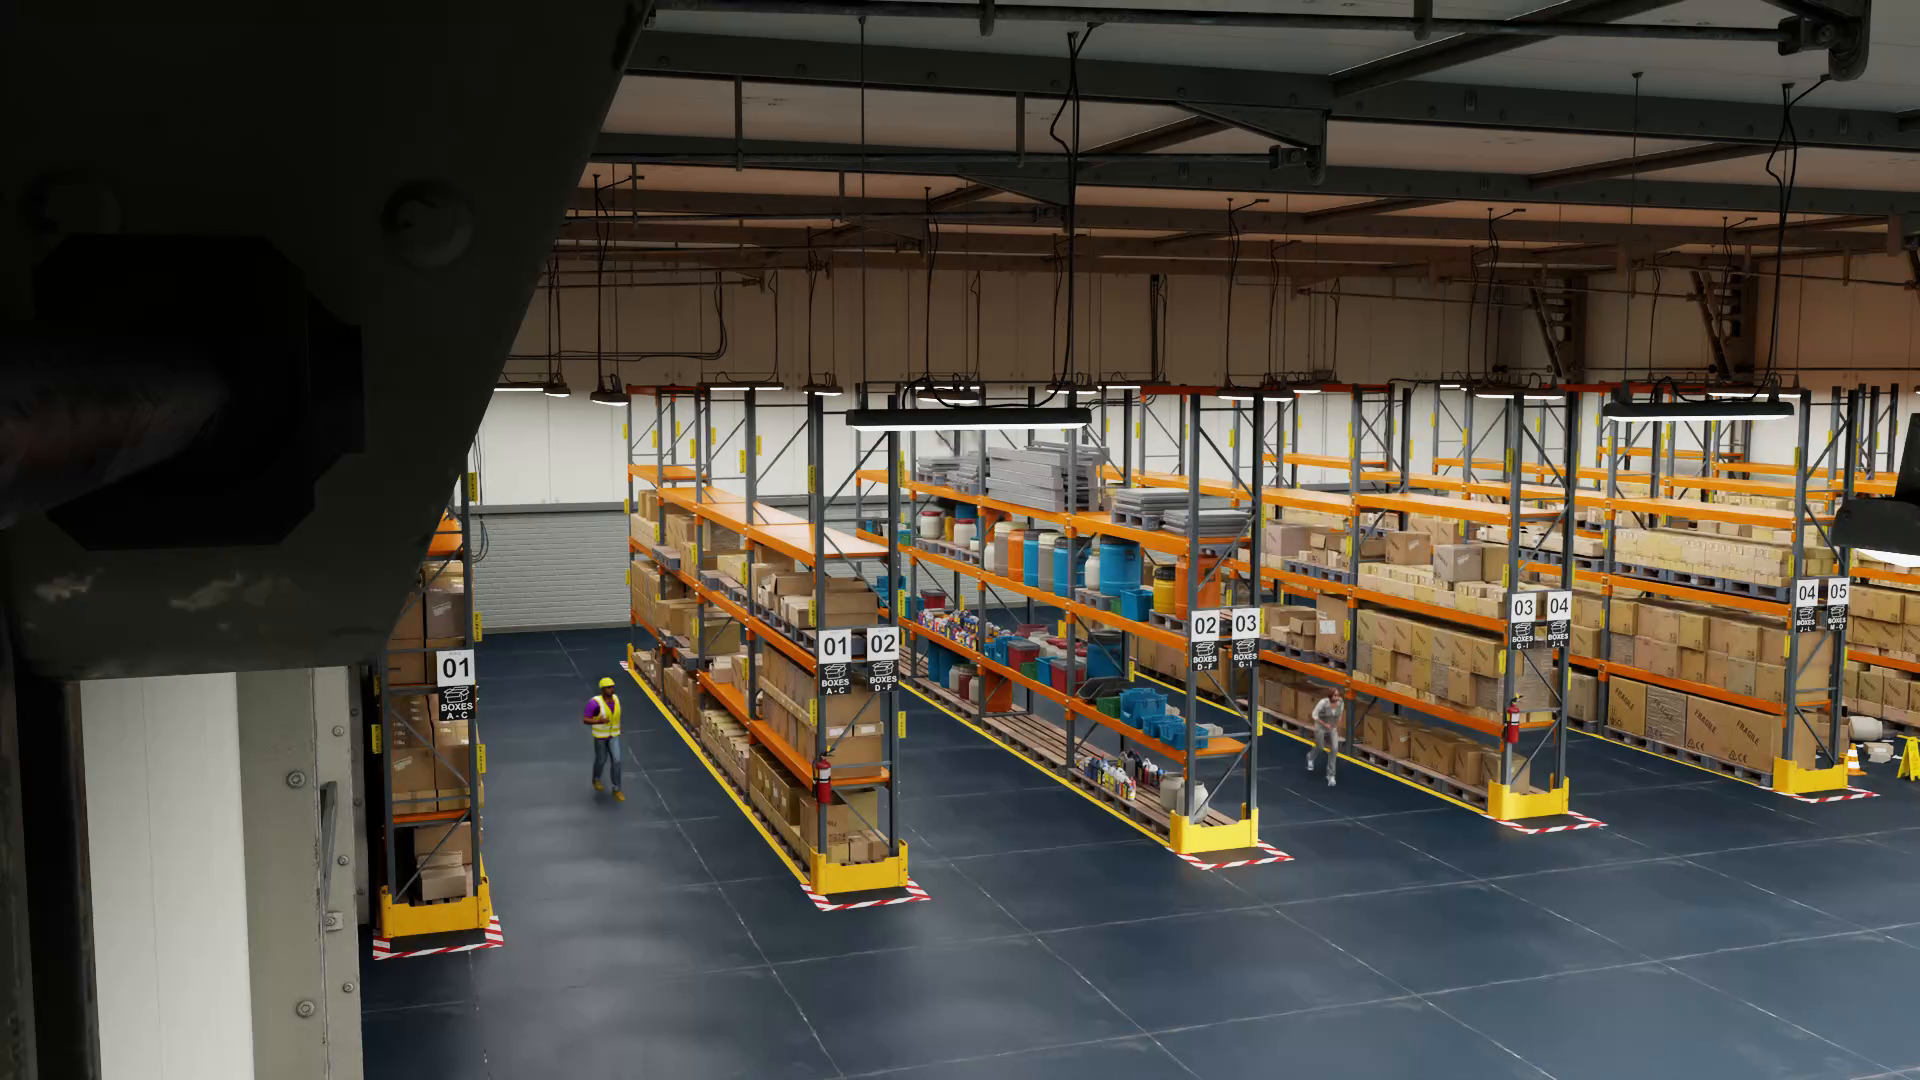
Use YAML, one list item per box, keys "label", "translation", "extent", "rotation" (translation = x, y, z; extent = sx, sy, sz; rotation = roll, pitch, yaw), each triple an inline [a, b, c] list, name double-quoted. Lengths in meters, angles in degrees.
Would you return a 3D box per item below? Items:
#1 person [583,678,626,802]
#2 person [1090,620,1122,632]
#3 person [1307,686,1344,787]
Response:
- label: "person"
  translation: [-5.254, 2.920, 24.535]
  extent: [0.670, 1.809, 0.869]
  rotation: [-4, 7, -37]
- label: "person"
  translation: [3.075, 2.063, 33.664]
  extent: [0.785, 1.679, 0.702]
  rotation: [-1, 6, -9]
- label: "person"
  translation: [5.600, 2.953, 25.609]
  extent: [0.578, 1.546, 0.919]
  rotation: [-2, 6, -17]
